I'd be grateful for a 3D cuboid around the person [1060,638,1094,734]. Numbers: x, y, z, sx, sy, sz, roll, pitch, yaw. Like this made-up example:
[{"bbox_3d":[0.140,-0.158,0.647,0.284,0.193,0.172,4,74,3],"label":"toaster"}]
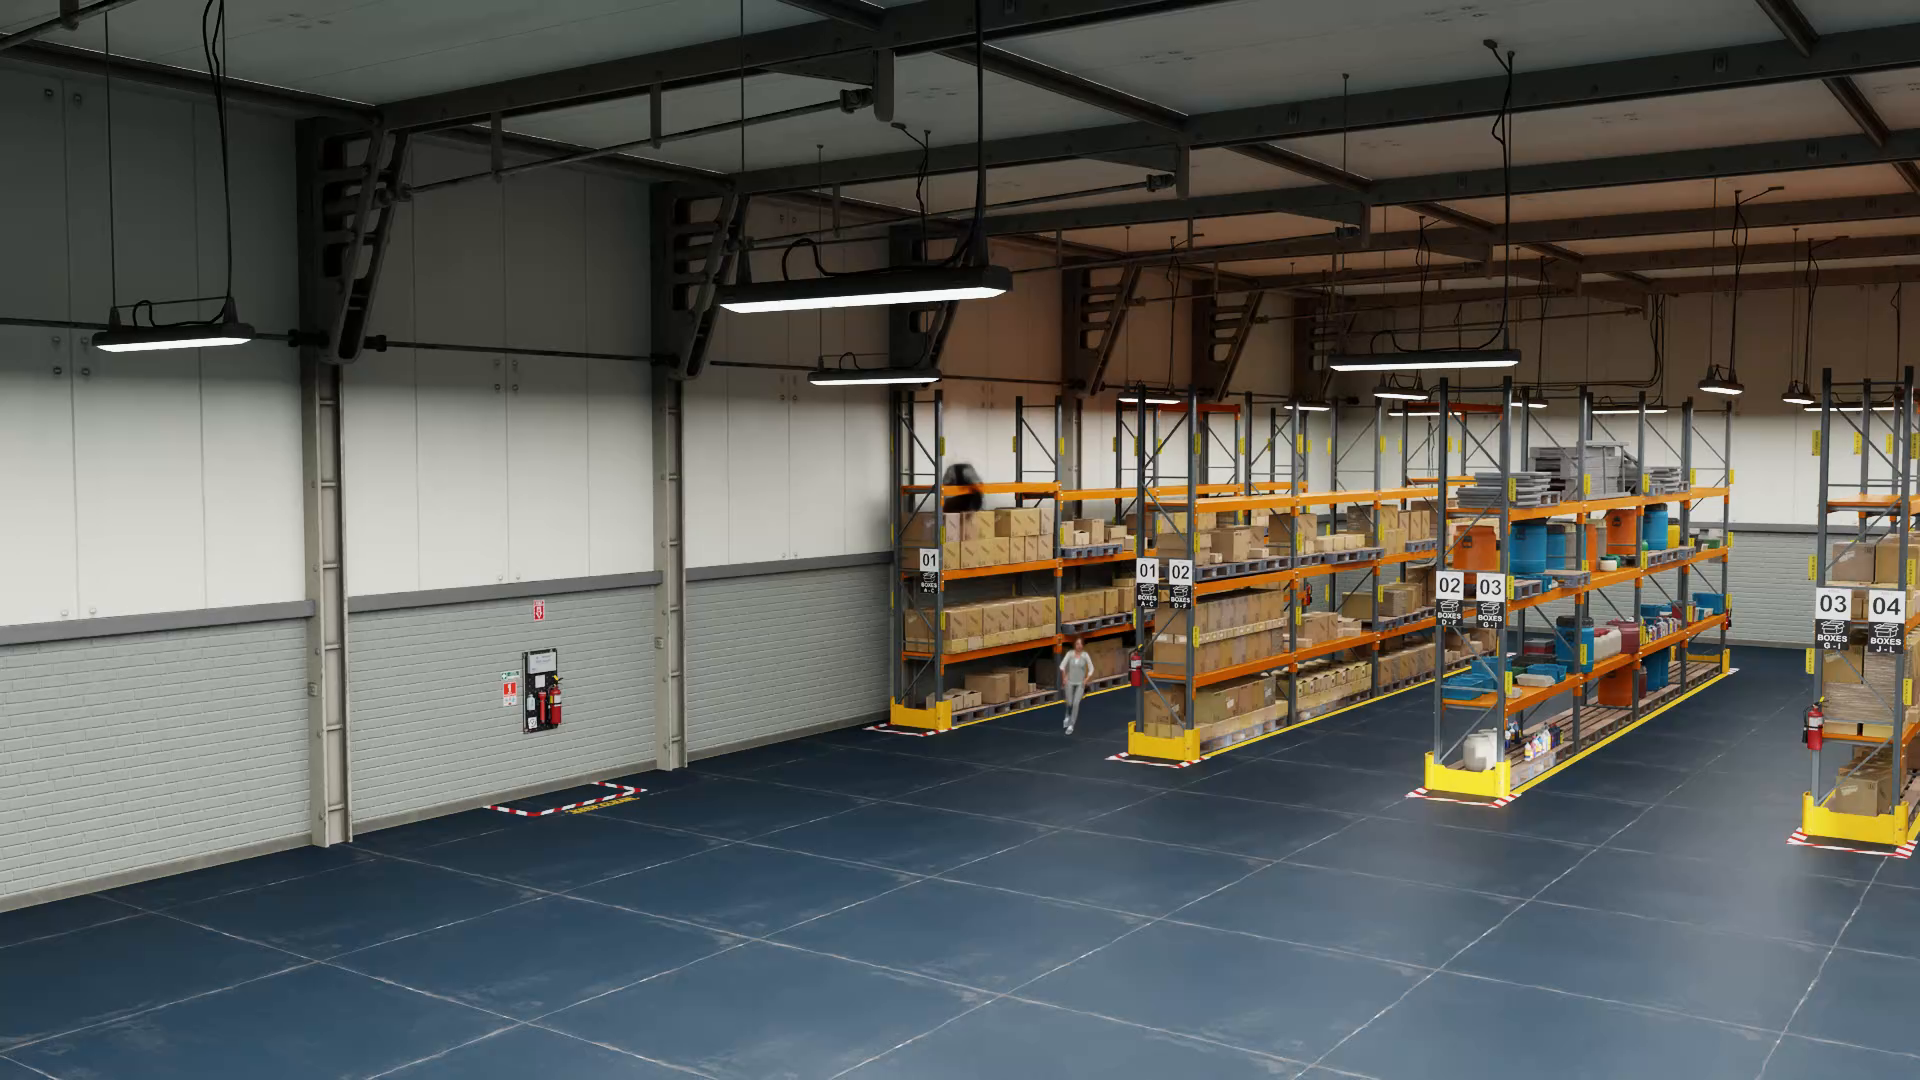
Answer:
[{"bbox_3d":[1.940,2.404,27.590,0.566,1.573,0.487,0,3,4],"label":"person"}]
